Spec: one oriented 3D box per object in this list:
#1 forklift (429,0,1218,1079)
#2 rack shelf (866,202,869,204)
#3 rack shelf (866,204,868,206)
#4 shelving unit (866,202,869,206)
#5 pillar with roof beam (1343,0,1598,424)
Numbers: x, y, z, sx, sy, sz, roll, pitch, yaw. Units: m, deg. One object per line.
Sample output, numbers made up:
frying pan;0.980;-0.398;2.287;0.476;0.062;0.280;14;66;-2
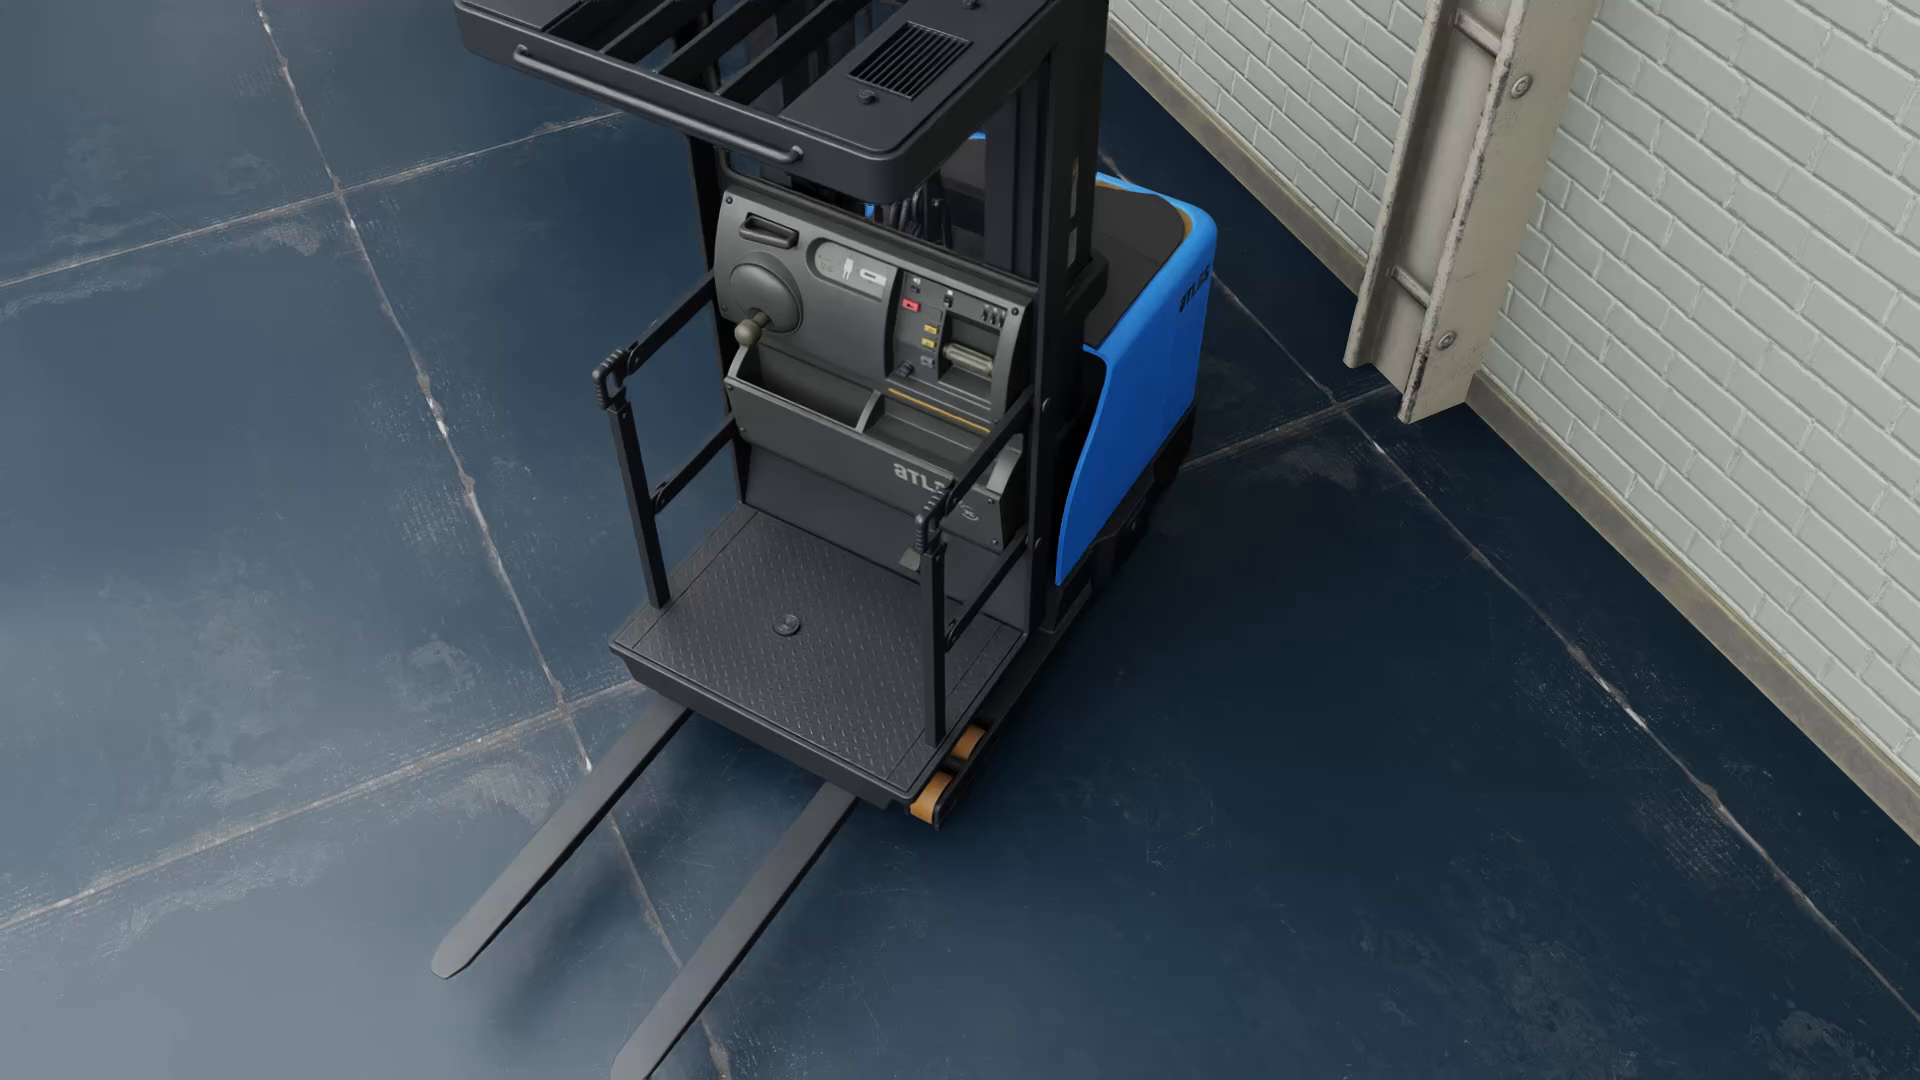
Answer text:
forklift;-0.360;-0.519;4.257;1.130;2.935;3.031;24;53;20
rack shelf;-0.284;-1.354;6.762;0.258;0.180;0.103;-2;52;-2
rack shelf;-0.278;-1.260;6.688;0.258;0.180;0.103;-2;52;-2
shelving unit;-0.286;-1.389;6.790;0.258;0.189;1.200;-2;52;-2
pillar with roof beam;-2.141;-2.089;1.599;9.100;9.000;0.400;-21;52;-18
